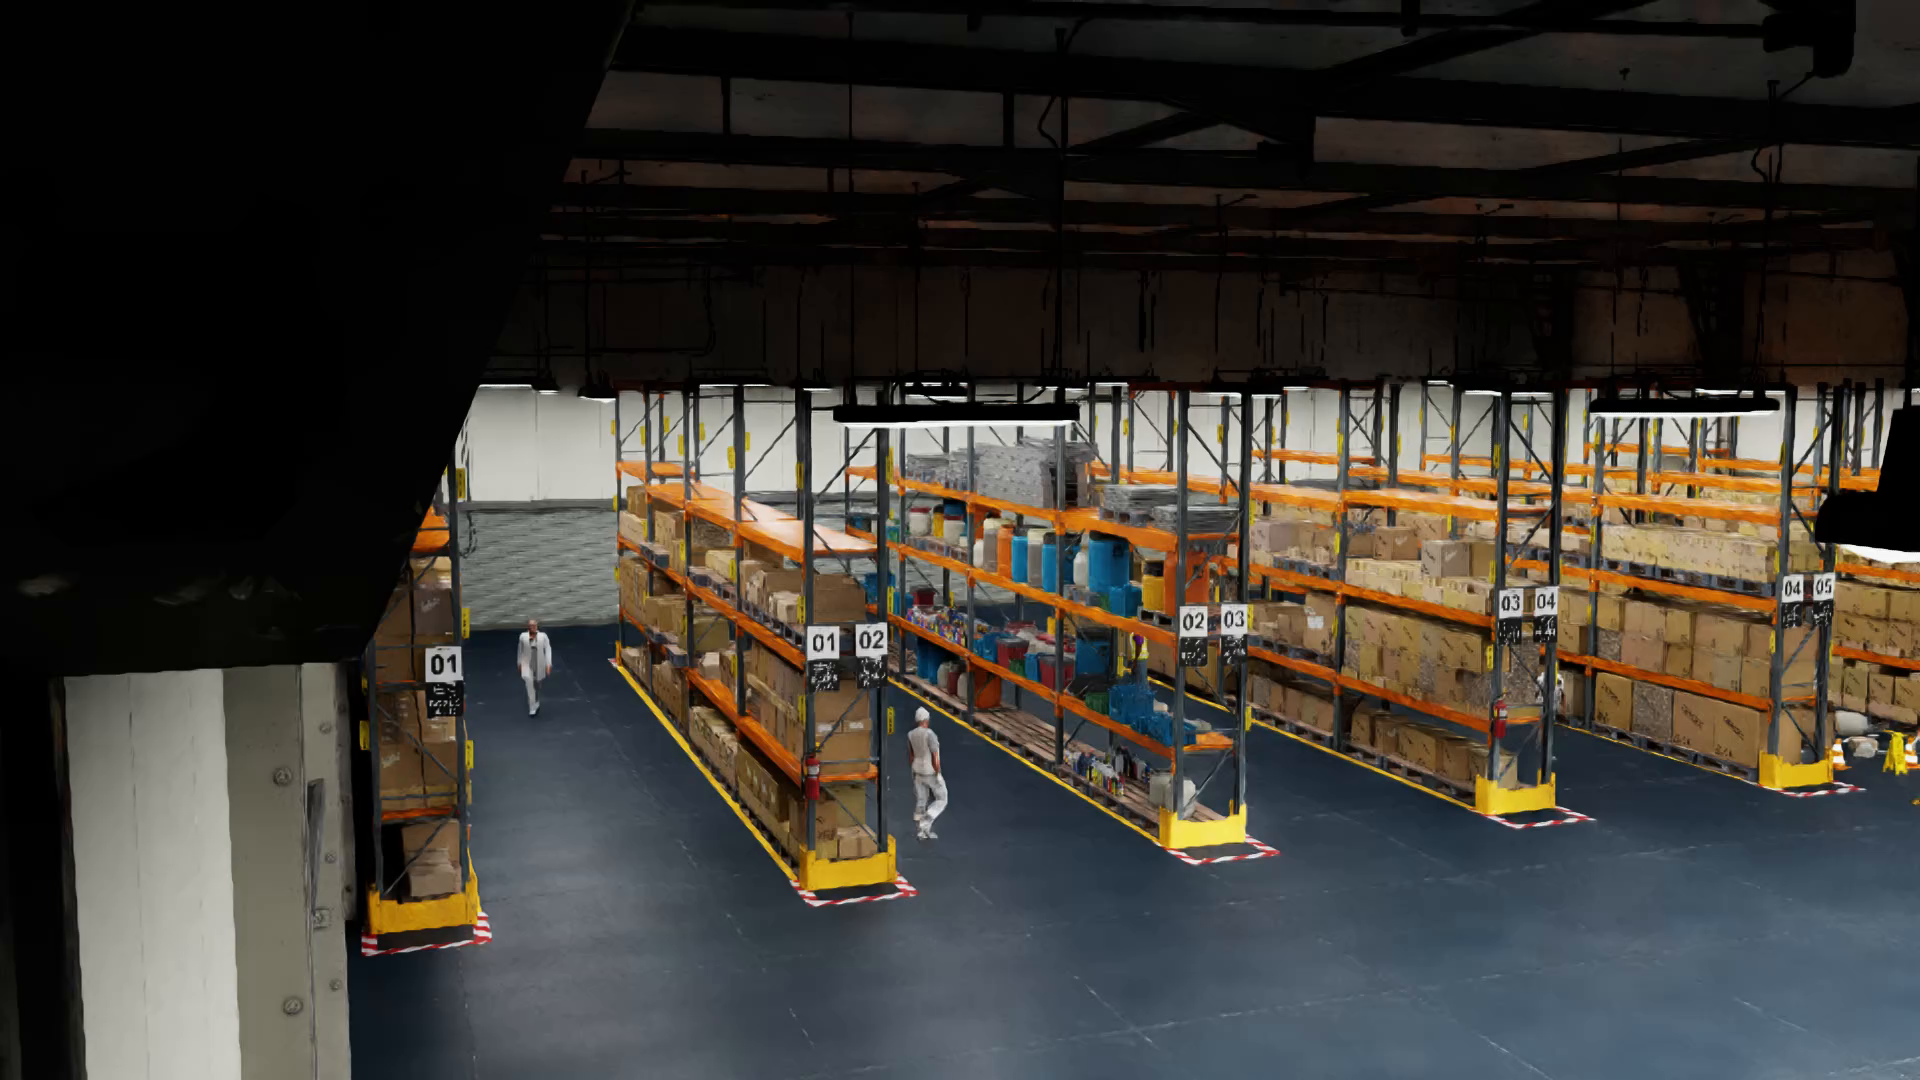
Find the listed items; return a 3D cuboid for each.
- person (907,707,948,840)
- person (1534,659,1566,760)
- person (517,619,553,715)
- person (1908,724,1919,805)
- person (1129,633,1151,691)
[{"bbox_3d":[-0.462,3.107,22.092,0.598,1.786,0.444,6,8,44],"label":"person"},{"bbox_3d":[9.494,2.683,26.737,0.443,1.621,0.939,-1,6,-10],"label":"person"},{"bbox_3d":[-7.726,2.277,30.217,0.600,1.725,1.111,-2,6,-20],"label":"person"},{"bbox_3d":[13.984,2.929,23.827,0.628,1.789,0.675,-5,8,-38],"label":"person"},{"bbox_3d":[3.276,2.178,30.885,0.585,1.763,0.682,1,6,5],"label":"person"}]
